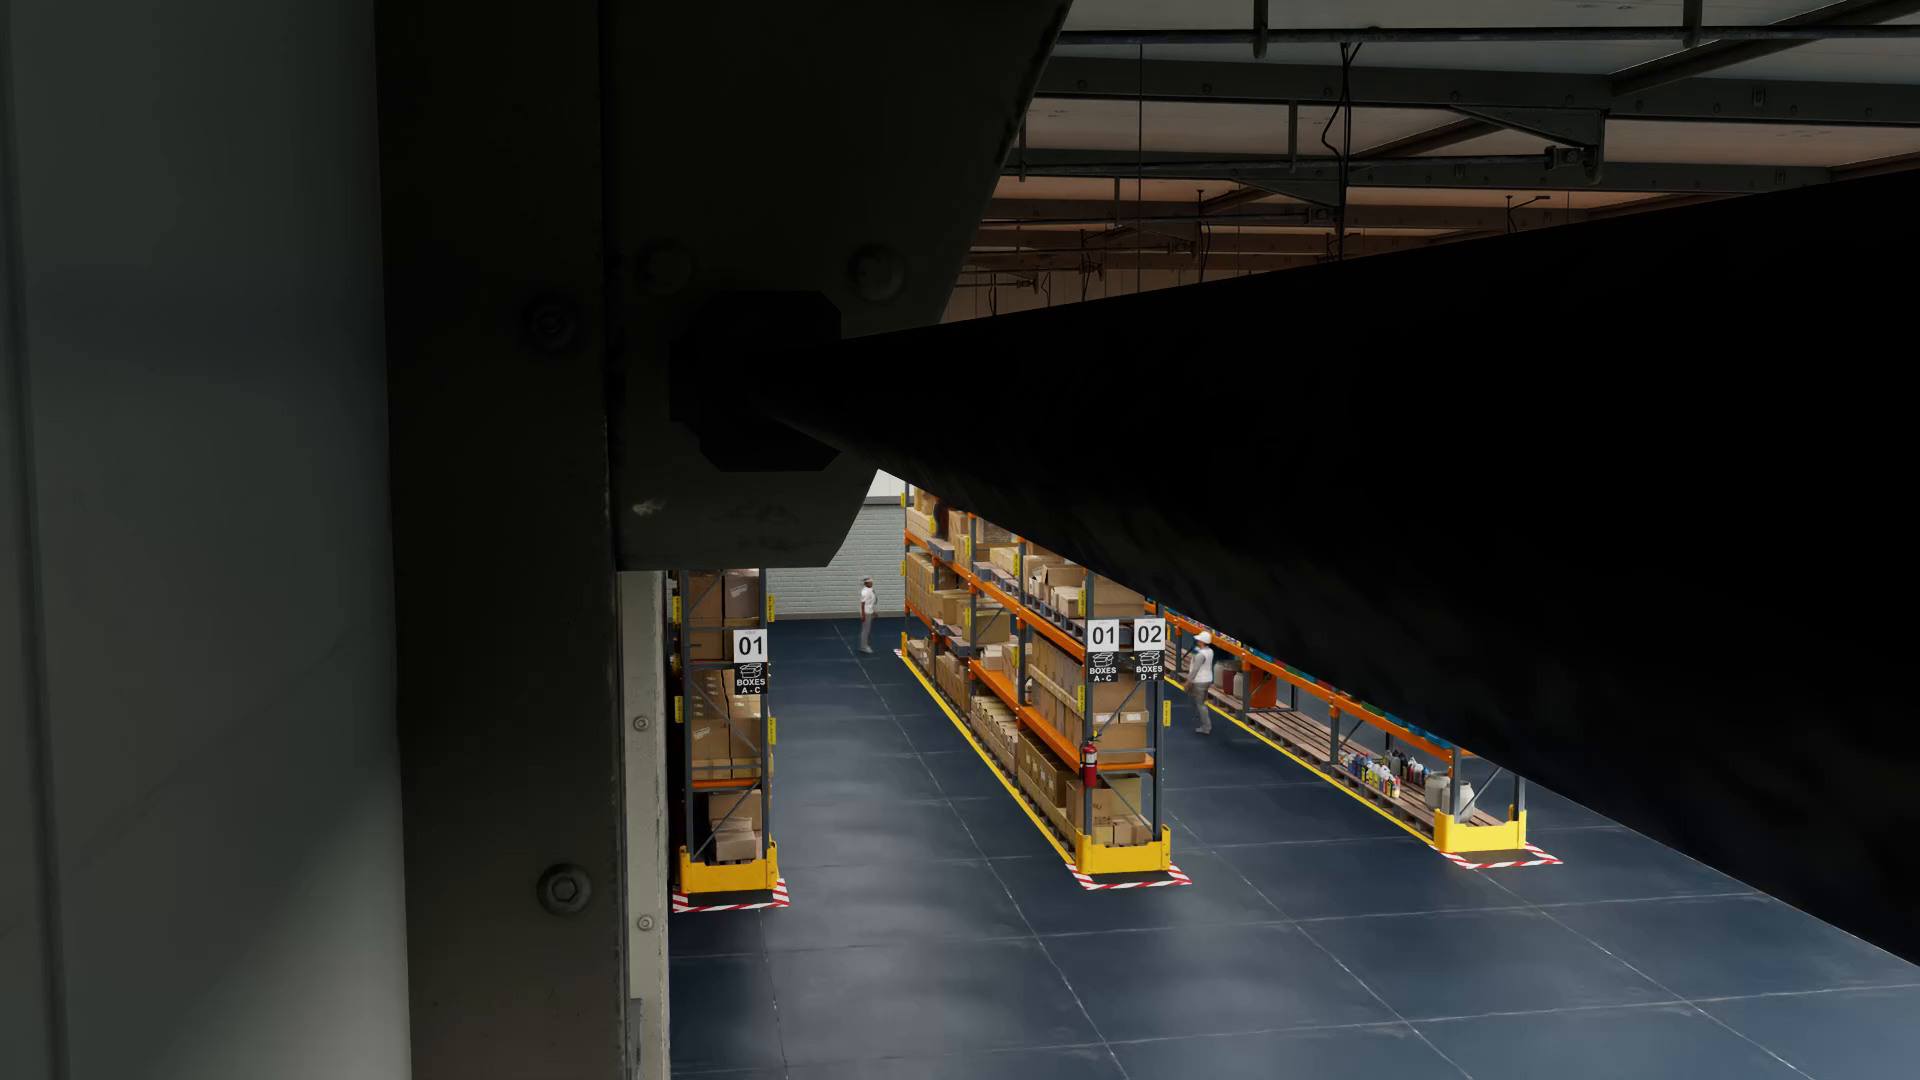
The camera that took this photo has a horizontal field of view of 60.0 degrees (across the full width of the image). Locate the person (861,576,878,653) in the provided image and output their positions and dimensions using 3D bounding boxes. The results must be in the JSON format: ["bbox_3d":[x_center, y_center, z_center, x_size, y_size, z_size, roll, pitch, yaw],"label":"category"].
[{"bbox_3d":[-2.037,1.648,37.144,0.356,1.707,0.553,1,6,7],"label":"person"}]

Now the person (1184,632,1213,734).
[{"bbox_3d":[4.098,2.450,28.834,0.648,1.759,0.562,4,7,36],"label":"person"}]
